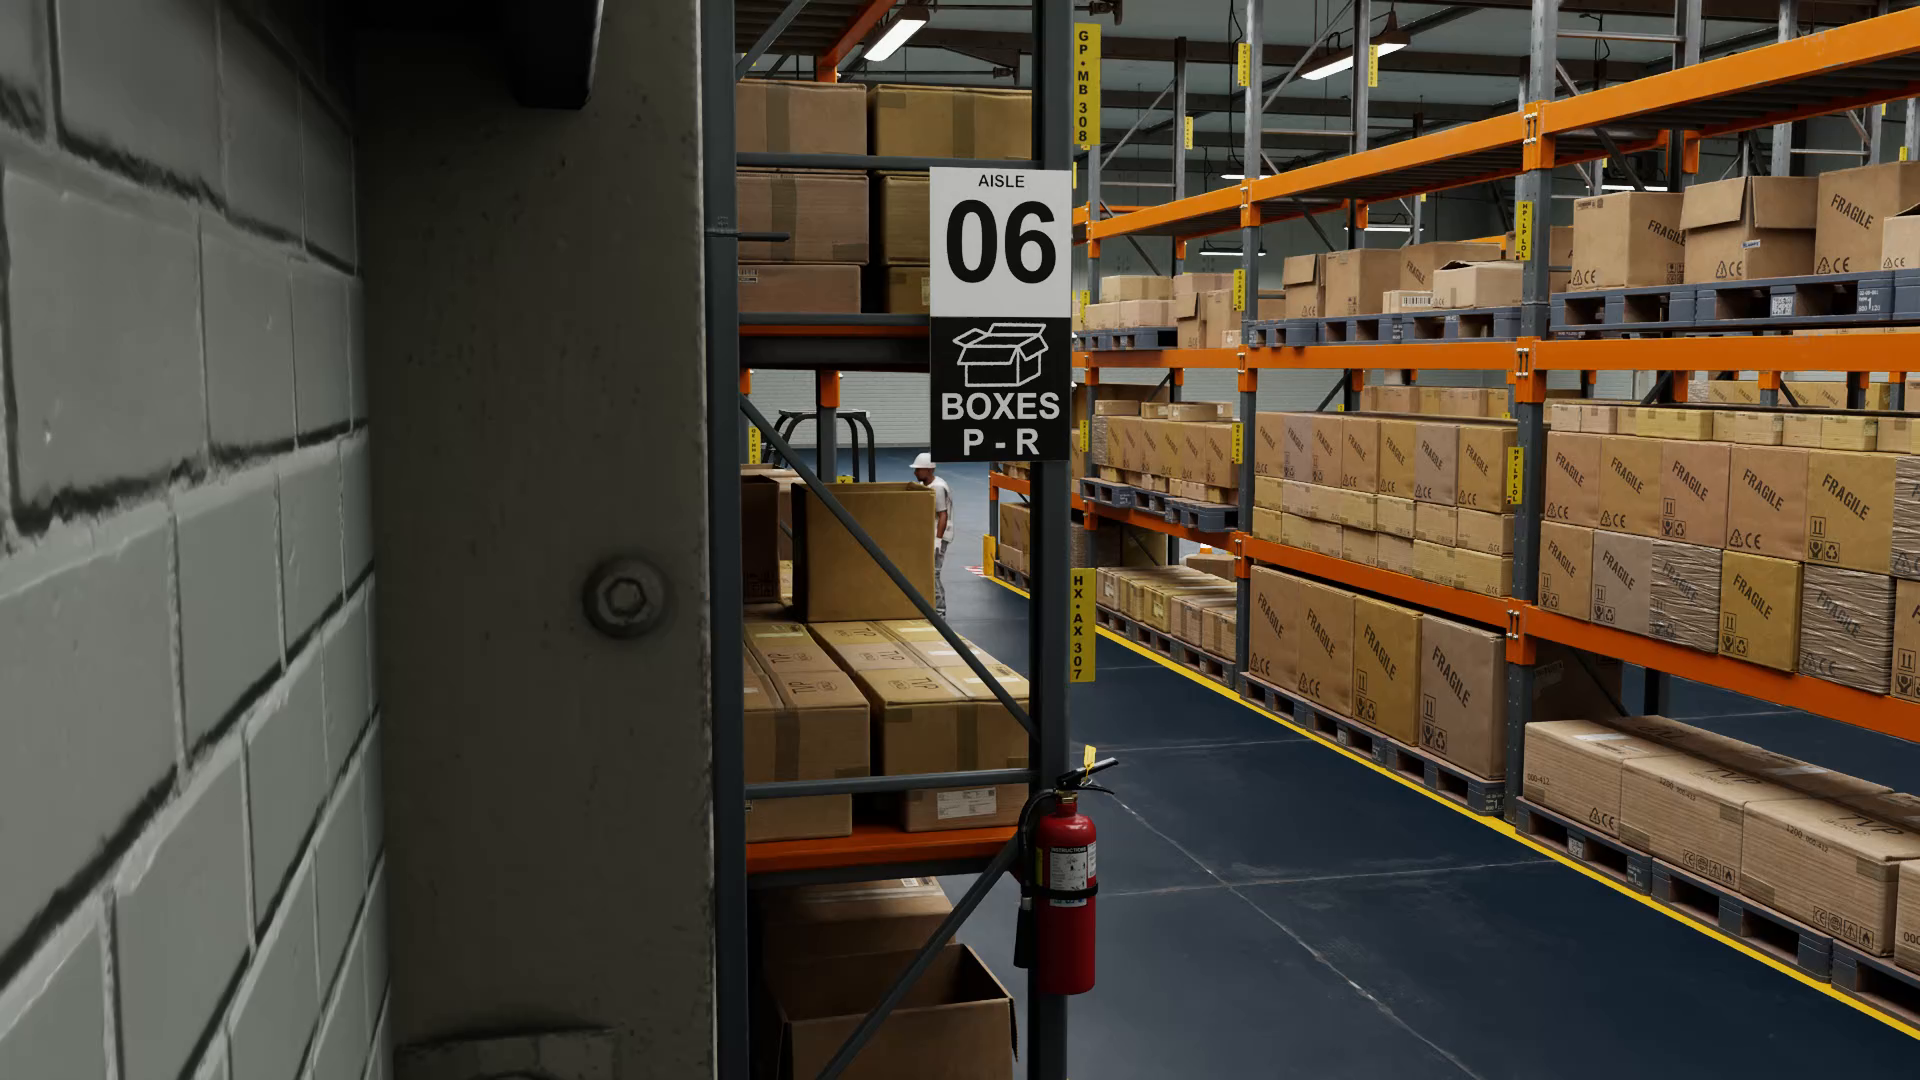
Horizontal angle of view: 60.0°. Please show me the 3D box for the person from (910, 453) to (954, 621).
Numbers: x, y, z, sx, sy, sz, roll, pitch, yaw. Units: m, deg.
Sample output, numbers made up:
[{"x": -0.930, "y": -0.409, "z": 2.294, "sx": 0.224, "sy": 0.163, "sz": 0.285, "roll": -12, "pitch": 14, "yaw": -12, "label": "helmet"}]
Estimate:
[{"x": -0.305, "y": -0.007, "z": 17.063, "sx": 0.449, "sy": 1.773, "sz": 0.620, "roll": -2, "pitch": 6, "yaw": -17, "label": "person"}]
